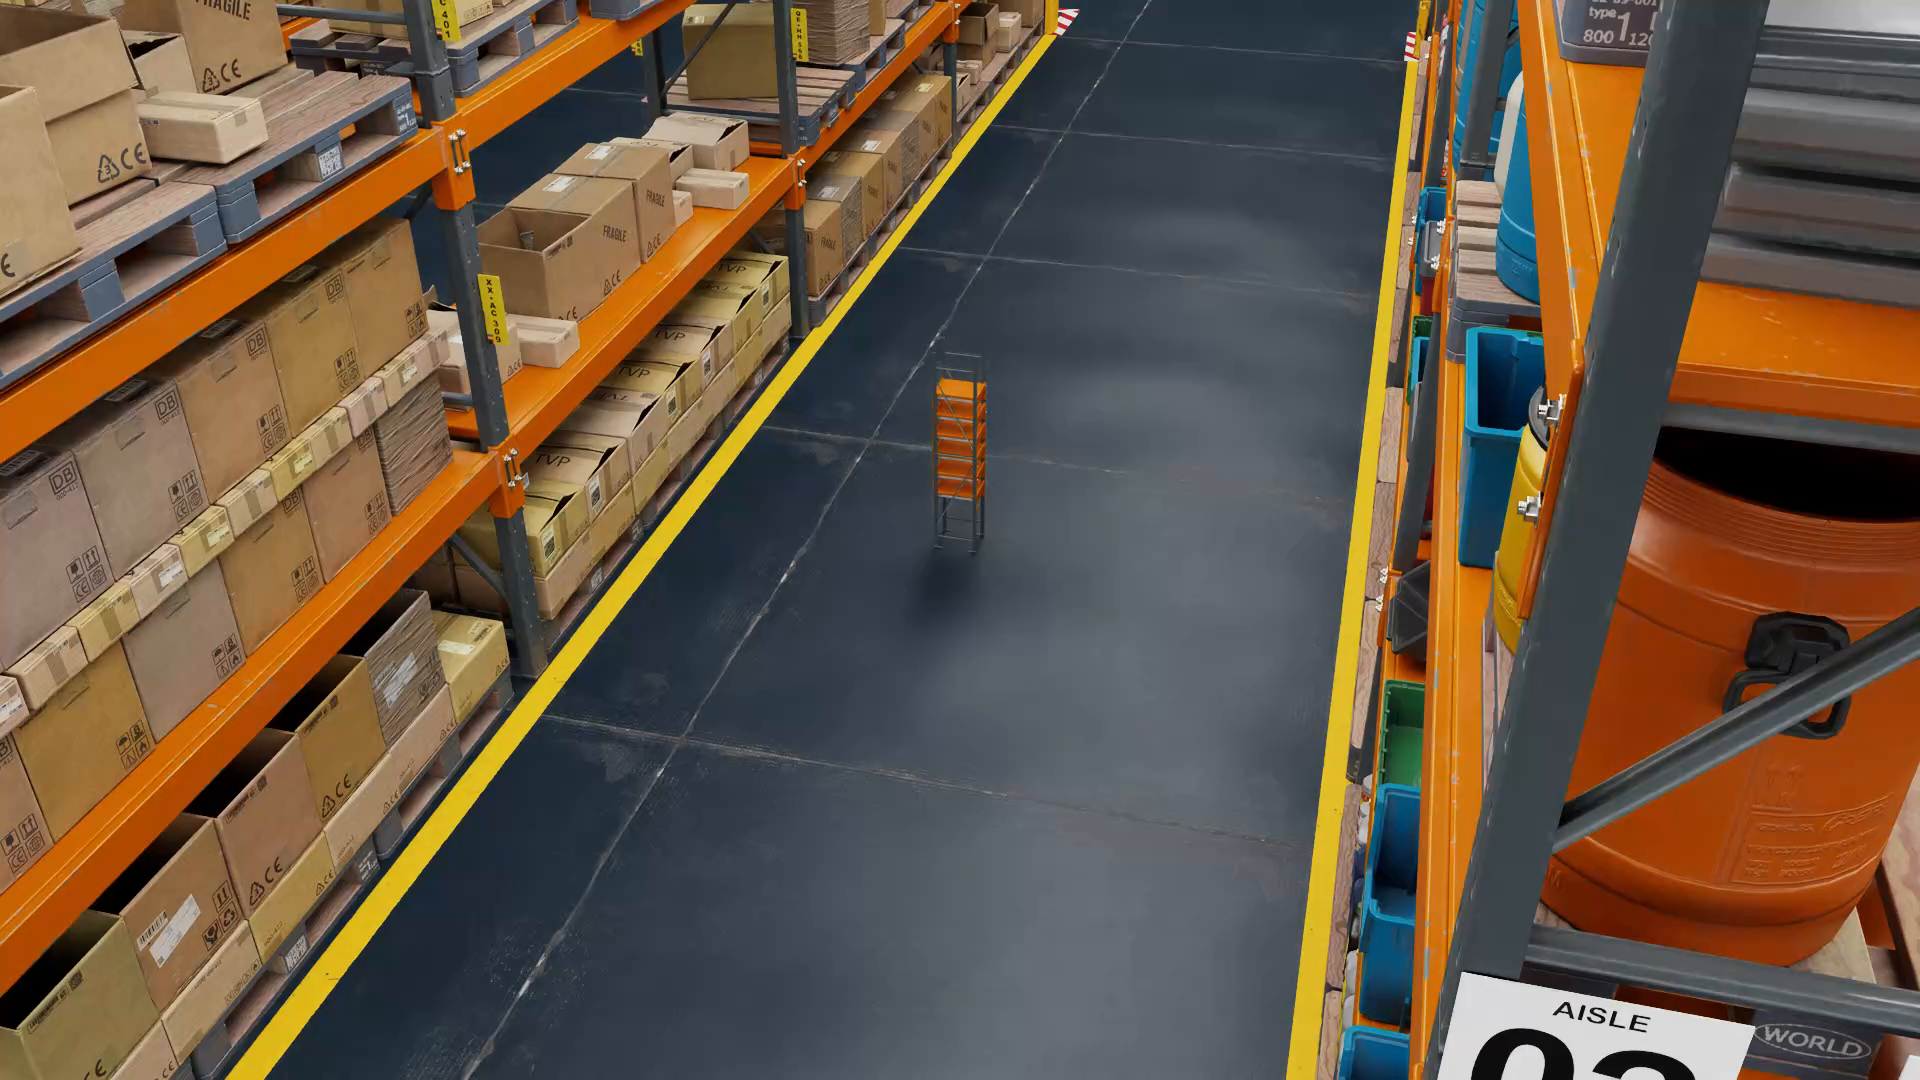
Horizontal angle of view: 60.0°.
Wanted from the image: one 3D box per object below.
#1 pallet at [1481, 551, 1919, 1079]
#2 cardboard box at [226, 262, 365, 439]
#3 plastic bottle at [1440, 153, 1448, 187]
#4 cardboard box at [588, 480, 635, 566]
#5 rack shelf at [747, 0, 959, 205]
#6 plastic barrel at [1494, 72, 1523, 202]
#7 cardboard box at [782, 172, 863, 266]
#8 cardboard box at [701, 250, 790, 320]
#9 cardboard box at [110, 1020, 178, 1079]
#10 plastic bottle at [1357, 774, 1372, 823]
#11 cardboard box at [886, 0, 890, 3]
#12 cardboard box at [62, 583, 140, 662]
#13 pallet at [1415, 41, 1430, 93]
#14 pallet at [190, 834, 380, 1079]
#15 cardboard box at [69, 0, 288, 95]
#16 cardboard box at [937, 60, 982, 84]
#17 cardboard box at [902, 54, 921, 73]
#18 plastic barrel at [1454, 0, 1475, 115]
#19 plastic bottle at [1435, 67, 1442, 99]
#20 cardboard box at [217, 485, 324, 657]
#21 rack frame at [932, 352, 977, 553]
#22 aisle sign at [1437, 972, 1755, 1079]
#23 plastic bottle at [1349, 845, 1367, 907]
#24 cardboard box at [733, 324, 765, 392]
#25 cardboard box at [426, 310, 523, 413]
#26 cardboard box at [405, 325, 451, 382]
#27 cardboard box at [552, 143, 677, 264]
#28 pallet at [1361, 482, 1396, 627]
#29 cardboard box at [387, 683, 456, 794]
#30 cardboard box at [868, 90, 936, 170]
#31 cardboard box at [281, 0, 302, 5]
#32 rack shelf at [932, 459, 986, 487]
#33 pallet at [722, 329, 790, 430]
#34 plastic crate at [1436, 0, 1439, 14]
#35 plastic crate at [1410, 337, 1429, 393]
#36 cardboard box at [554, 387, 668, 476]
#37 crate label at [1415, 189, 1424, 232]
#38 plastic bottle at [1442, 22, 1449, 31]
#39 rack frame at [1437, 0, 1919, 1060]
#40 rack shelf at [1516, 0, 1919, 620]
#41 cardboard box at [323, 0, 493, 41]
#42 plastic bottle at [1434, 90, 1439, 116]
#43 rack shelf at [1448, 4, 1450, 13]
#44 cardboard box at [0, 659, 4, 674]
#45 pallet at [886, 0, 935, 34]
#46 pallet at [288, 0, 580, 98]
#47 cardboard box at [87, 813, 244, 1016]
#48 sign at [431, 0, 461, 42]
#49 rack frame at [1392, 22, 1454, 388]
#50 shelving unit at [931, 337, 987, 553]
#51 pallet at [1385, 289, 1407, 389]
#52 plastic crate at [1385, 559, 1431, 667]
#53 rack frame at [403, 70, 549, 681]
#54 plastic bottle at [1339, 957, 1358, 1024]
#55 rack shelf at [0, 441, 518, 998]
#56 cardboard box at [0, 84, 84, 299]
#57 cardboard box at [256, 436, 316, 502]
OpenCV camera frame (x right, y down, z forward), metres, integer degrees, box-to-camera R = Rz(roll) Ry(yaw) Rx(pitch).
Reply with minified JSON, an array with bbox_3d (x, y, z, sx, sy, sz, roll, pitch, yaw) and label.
[{"bbox_3d":[1.522,0.479,3.150,1.003,0.211,1.213,8,33,12],"label":"pallet"},{"bbox_3d":[-2.792,-0.767,6.428,0.700,0.500,0.500,8,33,12],"label":"cardboard box"},{"bbox_3d":[2.984,-2.312,10.346,0.097,0.201,0.097,0,32,0],"label":"plastic bottle"},{"bbox_3d":[-2.085,-0.128,8.897,0.500,0.250,0.500,9,33,14],"label":"cardboard box"},{"bbox_3d":[-1.035,-3.481,12.670,1.077,0.370,4.000,8,33,12],"label":"rack shelf"},{"bbox_3d":[1.933,-1.288,5.258,0.421,0.512,0.421,0,32,0],"label":"plastic barrel"},{"bbox_3d":[-1.024,-2.347,12.136,0.500,0.500,0.500,7,33,11],"label":"cardboard box"},{"bbox_3d":[-1.438,-1.695,10.839,0.500,0.311,0.500,9,34,14],"label":"cardboard box"},{"bbox_3d":[-3.099,1.880,5.738,0.500,0.250,0.500,8,33,12],"label":"cardboard box"},{"bbox_3d":[1.727,1.077,6.963,0.097,0.271,0.097,0,32,0],"label":"plastic bottle"},{"bbox_3d":[-0.978,-4.461,13.056,0.700,0.500,0.500,13,35,20],"label":"cardboard box"},{"bbox_3d":[-2.940,0.246,5.439,0.380,0.149,0.250,8,33,12],"label":"cardboard box"},{"bbox_3d":[5.031,-4.622,16.394,1.003,0.211,1.213,8,33,12],"label":"pallet"},{"bbox_3d":[-3.108,1.548,6.688,1.003,0.211,1.213,8,33,12],"label":"pallet"},{"bbox_3d":[-2.941,-1.990,6.243,0.500,0.500,0.500,11,34,16],"label":"cardboard box"},{"bbox_3d":[-0.002,-4.451,15.756,0.380,0.166,0.250,8,33,12],"label":"cardboard box"},{"bbox_3d":[-0.658,-4.287,15.188,0.500,0.500,0.500,8,33,12],"label":"cardboard box"},{"bbox_3d":[2.317,-2.105,6.572,0.600,0.901,0.600,0,32,0],"label":"plastic barrel"},{"bbox_3d":[3.427,-3.246,11.750,0.097,0.271,0.097,0,32,0],"label":"plastic bottle"},{"bbox_3d":[-2.923,0.052,6.348,0.700,0.500,0.500,9,33,13],"label":"cardboard box"},{"bbox_3d":[-0.027,-0.451,8.911,0.240,1.200,0.006,8,33,12],"label":"rack frame"},{"bbox_3d":[0.912,0.981,2.558,0.394,0.787,0.004,8,33,12],"label":"aisle sign"},{"bbox_3d":[1.626,1.300,6.538,0.144,0.351,0.185,9,34,14],"label":"plastic bottle"},{"bbox_3d":[-1.568,-1.189,10.566,0.500,0.250,0.500,8,33,12],"label":"cardboard box"},{"bbox_3d":[-2.475,-0.869,8.031,0.500,0.250,0.500,10,34,15],"label":"cardboard box"},{"bbox_3d":[-2.420,-0.817,7.110,0.380,0.149,0.250,8,33,12],"label":"cardboard box"},{"bbox_3d":[-1.953,-1.916,9.444,0.500,0.500,0.500,6,33,10],"label":"cardboard box"},{"bbox_3d":[2.702,0.134,8.912,1.003,0.211,1.213,8,33,12],"label":"pallet"},{"bbox_3d":[-2.601,0.841,7.373,0.500,0.250,0.500,8,33,12],"label":"cardboard box"},{"bbox_3d":[-0.509,-3.403,13.796,0.500,0.500,0.500,8,33,13],"label":"cardboard box"},{"bbox_3d":[-5.571,-4.612,13.389,0.500,0.500,0.500,9,34,14],"label":"cardboard box"},{"bbox_3d":[-0.004,-0.360,9.074,0.258,0.103,0.180,8,33,12],"label":"rack shelf"},{"bbox_3d":[-1.790,-1.148,10.929,1.003,0.211,1.213,8,33,12],"label":"pallet"},{"bbox_3d":[4.051,-4.453,13.488,0.392,0.384,0.575,8,33,12],"label":"plastic crate"},{"bbox_3d":[2.211,-0.603,7.487,0.392,0.384,0.575,8,33,12],"label":"plastic crate"},{"bbox_3d":[-1.950,-0.633,9.168,0.500,0.311,0.500,7,33,11],"label":"cardboard box"},{"bbox_3d":[2.778,-1.832,9.562,0.303,0.233,0.416,8,33,12],"label":"crate label"},{"bbox_3d":[3.687,-3.777,12.586,0.097,0.271,0.097,0,32,0],"label":"plastic bottle"},{"bbox_3d":[1.217,-0.451,1.641,1.000,3.000,0.127,8,33,12],"label":"rack frame"},{"bbox_3d":[1.725,-1.016,3.574,1.077,0.370,4.000,8,33,12],"label":"rack shelf"},{"bbox_3d":[-2.392,-2.369,7.203,0.500,0.250,0.500,11,34,17],"label":"cardboard box"},{"bbox_3d":[3.308,-2.987,11.269,0.144,0.351,0.185,8,33,12],"label":"plastic bottle"},{"bbox_3d":[3.755,-4.070,10.801,1.077,0.370,4.000,8,33,12],"label":"rack shelf"},{"bbox_3d":[-3.301,0.274,4.791,0.700,0.500,0.500,7,33,11],"label":"cardboard box"},{"bbox_3d":[-0.836,-4.341,13.532,1.003,0.211,1.213,8,33,12],"label":"pallet"},{"bbox_3d":[-2.347,-2.315,7.549,0.805,0.209,1.217,7,33,10],"label":"pallet"},{"bbox_3d":[-2.982,1.303,5.947,0.500,0.500,0.500,8,33,12],"label":"cardboard box"},{"bbox_3d":[-2.021,-2.114,6.497,0.100,0.325,0.005,8,33,12],"label":"sign"},{"bbox_3d":[3.247,-2.070,9.780,1.000,3.000,0.127,8,33,12],"label":"rack frame"},{"bbox_3d":[-0.004,-0.499,8.986,0.258,1.200,0.189,8,33,12],"label":"shelving unit"},{"bbox_3d":[3.407,-1.308,11.181,1.003,0.211,1.213,8,33,12],"label":"pallet"},{"bbox_3d":[1.976,0.286,6.132,0.767,0.338,0.504,8,33,12],"label":"plastic crate"},{"bbox_3d":[-2.558,-0.671,7.579,1.000,3.000,0.127,8,33,12],"label":"rack frame"},{"bbox_3d":[1.470,1.619,6.037,0.144,0.351,0.185,8,33,12],"label":"plastic bottle"},{"bbox_3d":[-3.066,0.671,6.140,1.077,0.370,4.000,8,33,12],"label":"rack shelf"},{"bbox_3d":[-2.887,-0.964,4.629,0.500,0.500,0.500,8,33,12],"label":"cardboard box"},{"bbox_3d":[-2.680,-0.289,6.280,0.380,0.149,0.250,8,33,12],"label":"cardboard box"}]
